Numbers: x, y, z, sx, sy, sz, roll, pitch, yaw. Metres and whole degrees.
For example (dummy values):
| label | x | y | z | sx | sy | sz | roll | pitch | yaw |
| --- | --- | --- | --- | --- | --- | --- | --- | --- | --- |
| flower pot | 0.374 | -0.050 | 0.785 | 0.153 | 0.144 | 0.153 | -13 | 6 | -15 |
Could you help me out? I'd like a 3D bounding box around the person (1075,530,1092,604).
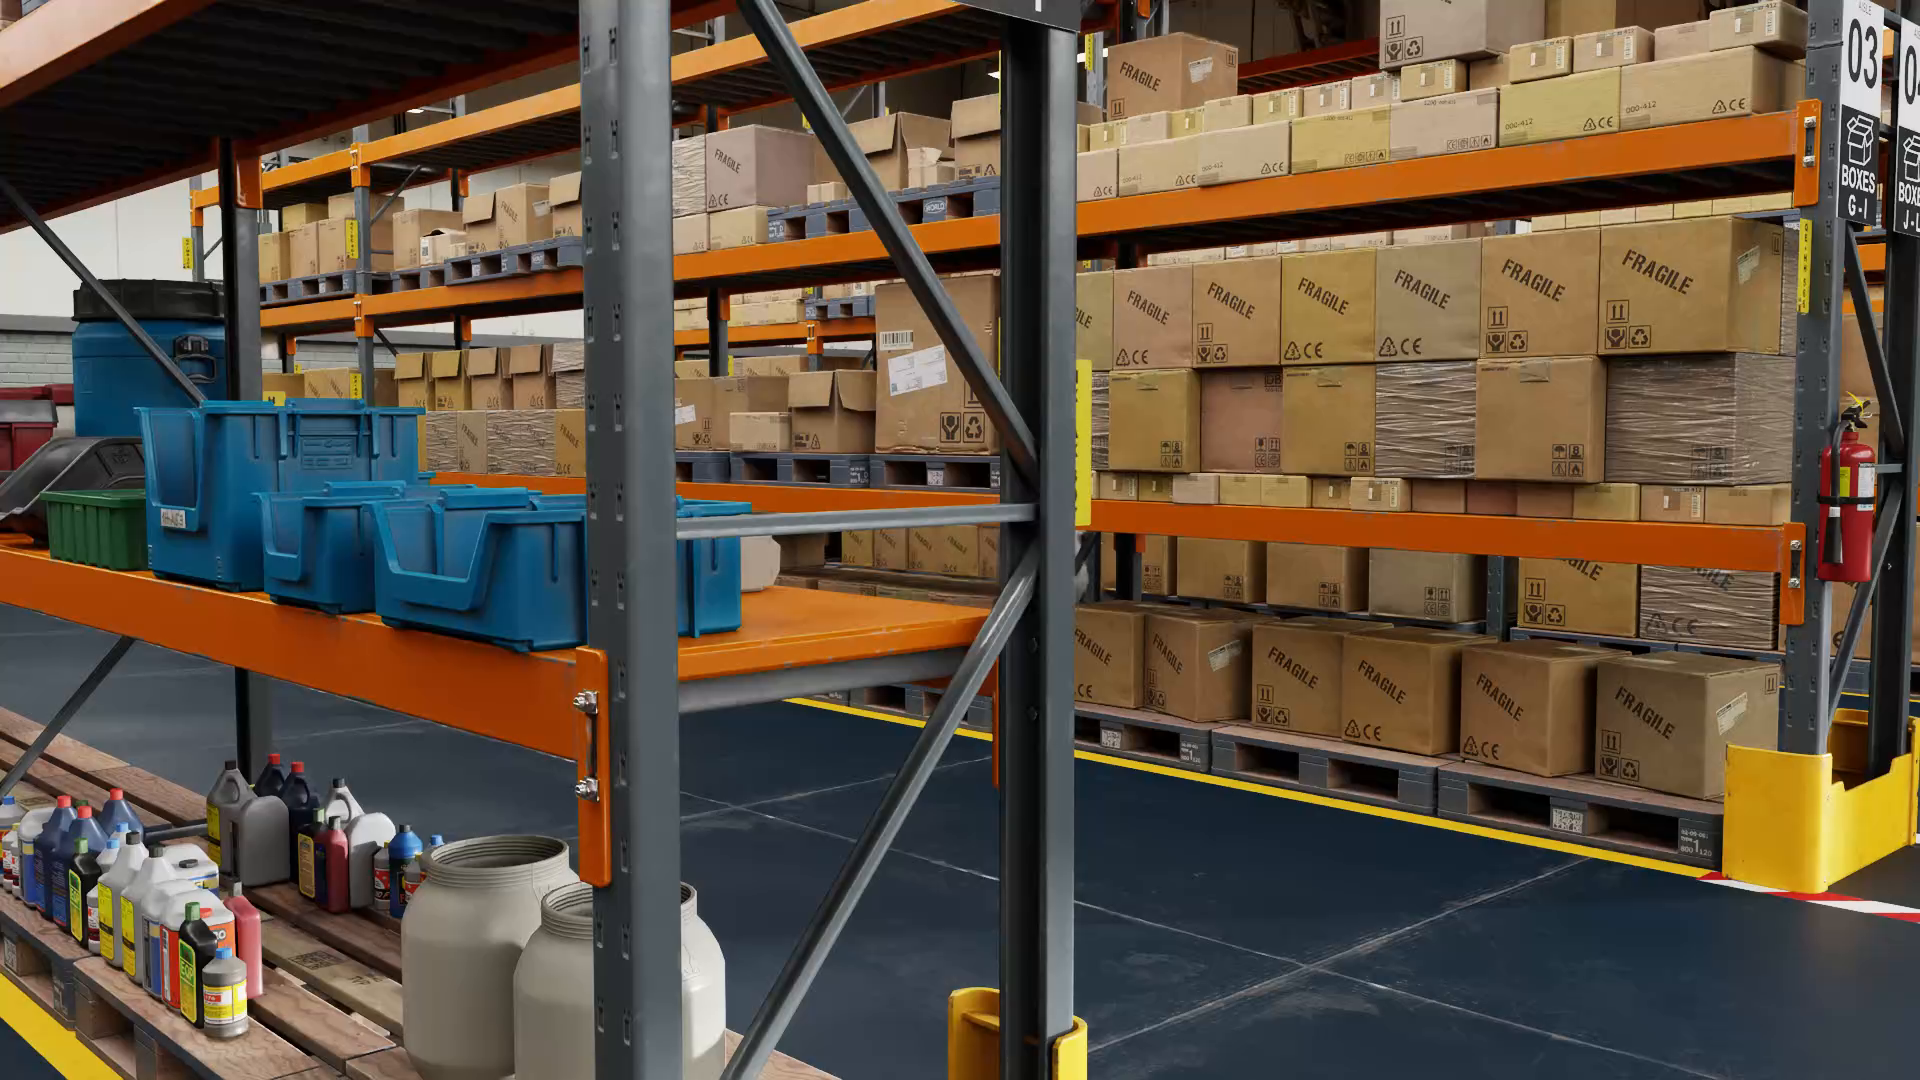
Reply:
| label | x | y | z | sx | sy | sz | roll | pitch | yaw |
| --- | --- | --- | --- | --- | --- | --- | --- | --- | --- |
| person | 0.753 | -0.037 | 12.026 | 0.452 | 1.796 | 0.543 | 1 | 4 | 19 |
